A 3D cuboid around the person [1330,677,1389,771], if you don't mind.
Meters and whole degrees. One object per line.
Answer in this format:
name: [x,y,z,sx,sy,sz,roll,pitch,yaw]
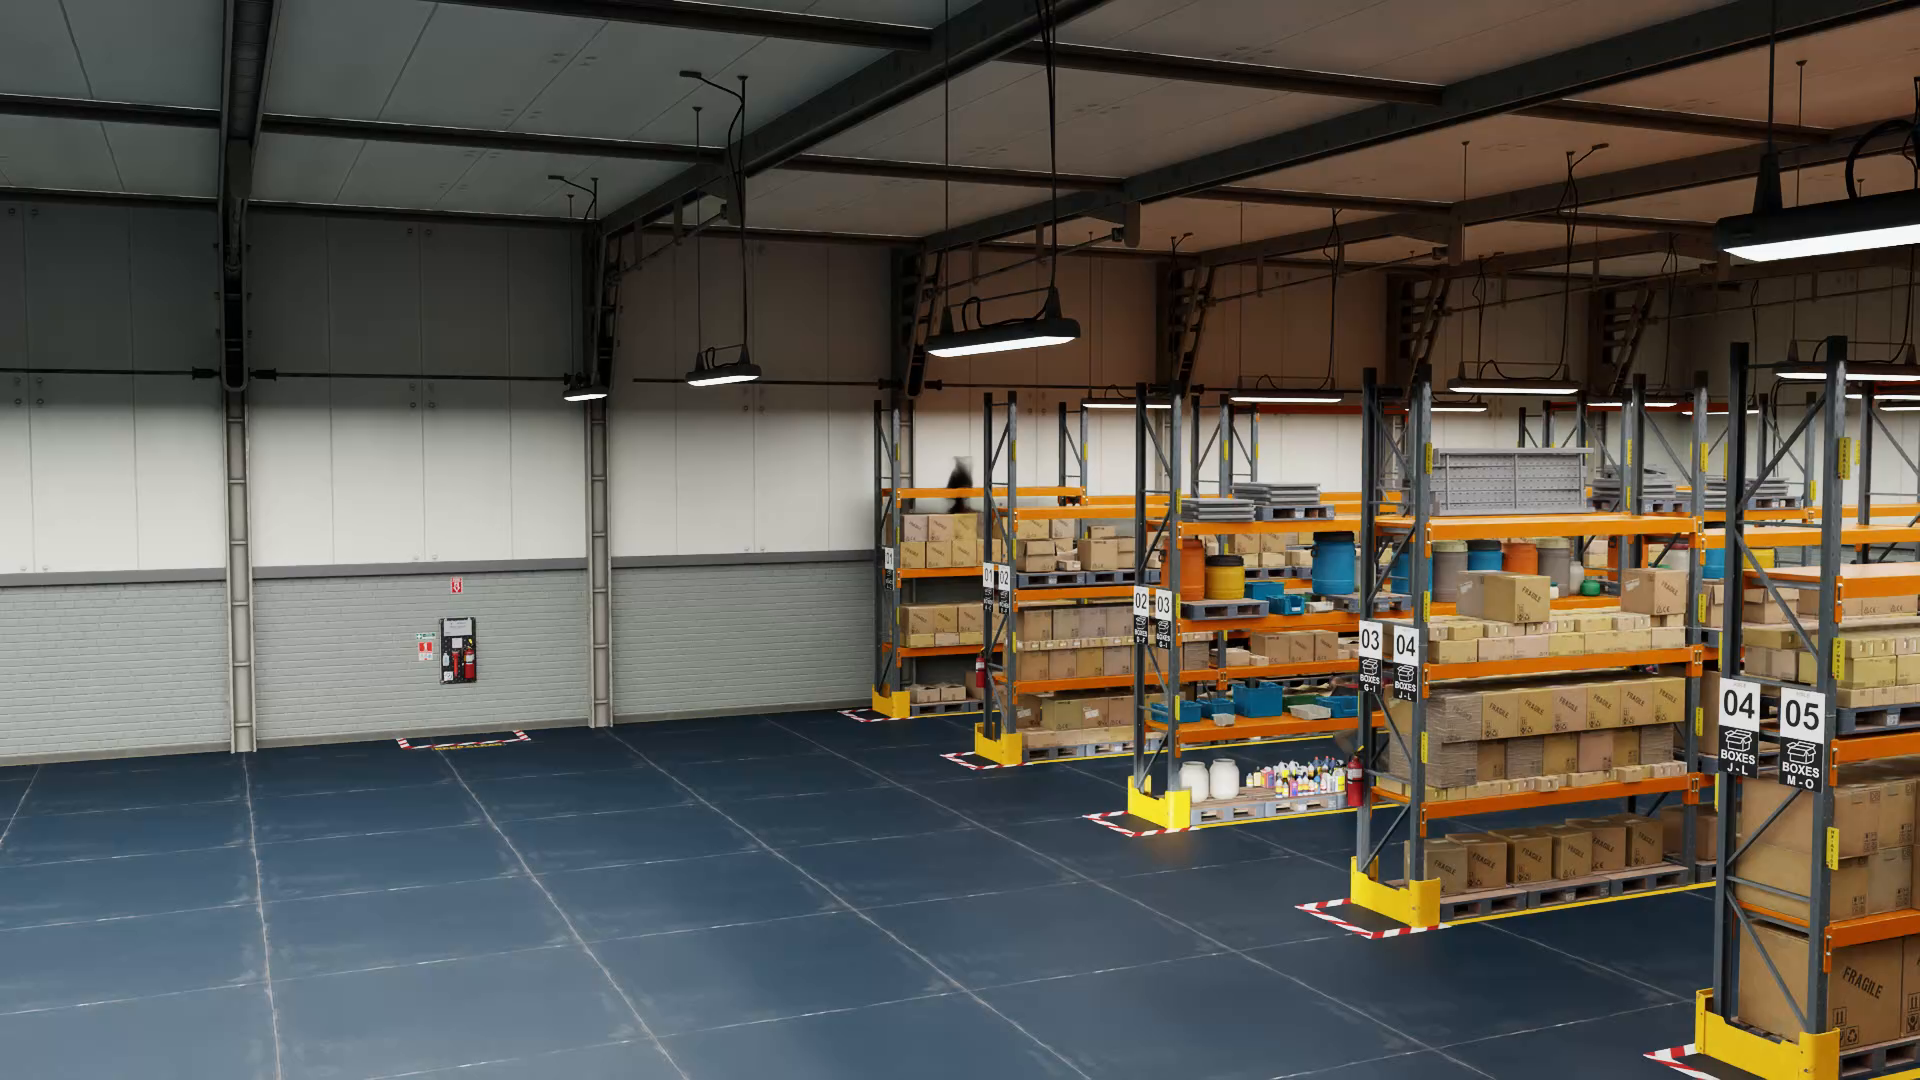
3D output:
person: [6.173,2.883,25.958,1.122,1.516,0.667,0,3,1]
